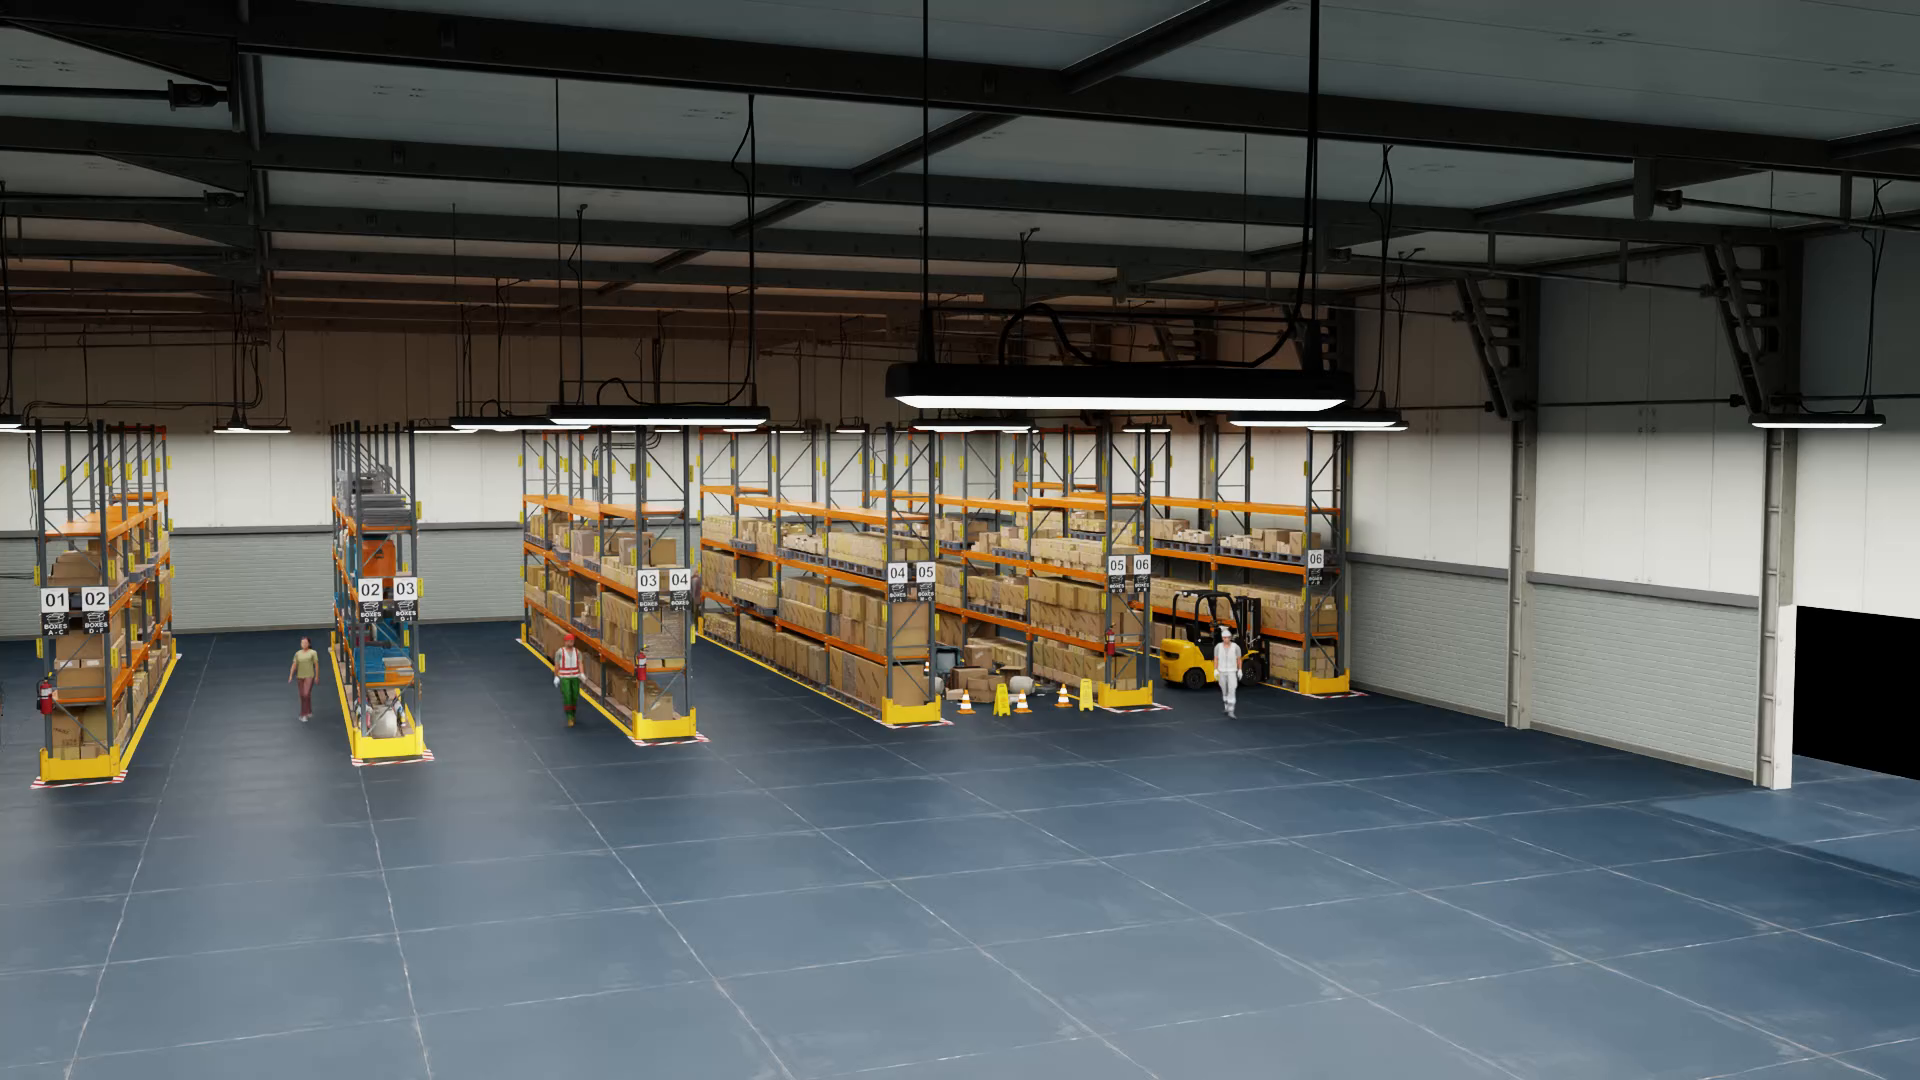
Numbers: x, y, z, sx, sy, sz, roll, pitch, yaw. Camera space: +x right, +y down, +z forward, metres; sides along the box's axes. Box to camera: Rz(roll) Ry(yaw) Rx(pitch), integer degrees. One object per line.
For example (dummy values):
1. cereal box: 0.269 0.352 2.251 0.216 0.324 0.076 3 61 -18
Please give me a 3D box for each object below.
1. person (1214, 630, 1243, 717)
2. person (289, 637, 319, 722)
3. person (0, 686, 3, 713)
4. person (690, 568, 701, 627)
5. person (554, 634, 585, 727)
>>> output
1. person: 5.456 2.699 33.936 0.564 1.738 0.953 1 4 21
2. person: -13.225 2.822 33.522 0.519 1.740 0.488 0 4 3
3. person: -17.419 3.029 29.645 0.632 1.705 0.598 -2 4 -34
4. person: -7.915 1.711 49.857 0.563 1.756 0.805 2 4 25
5. person: -7.717 2.774 33.051 0.577 1.792 0.734 -2 4 -33
